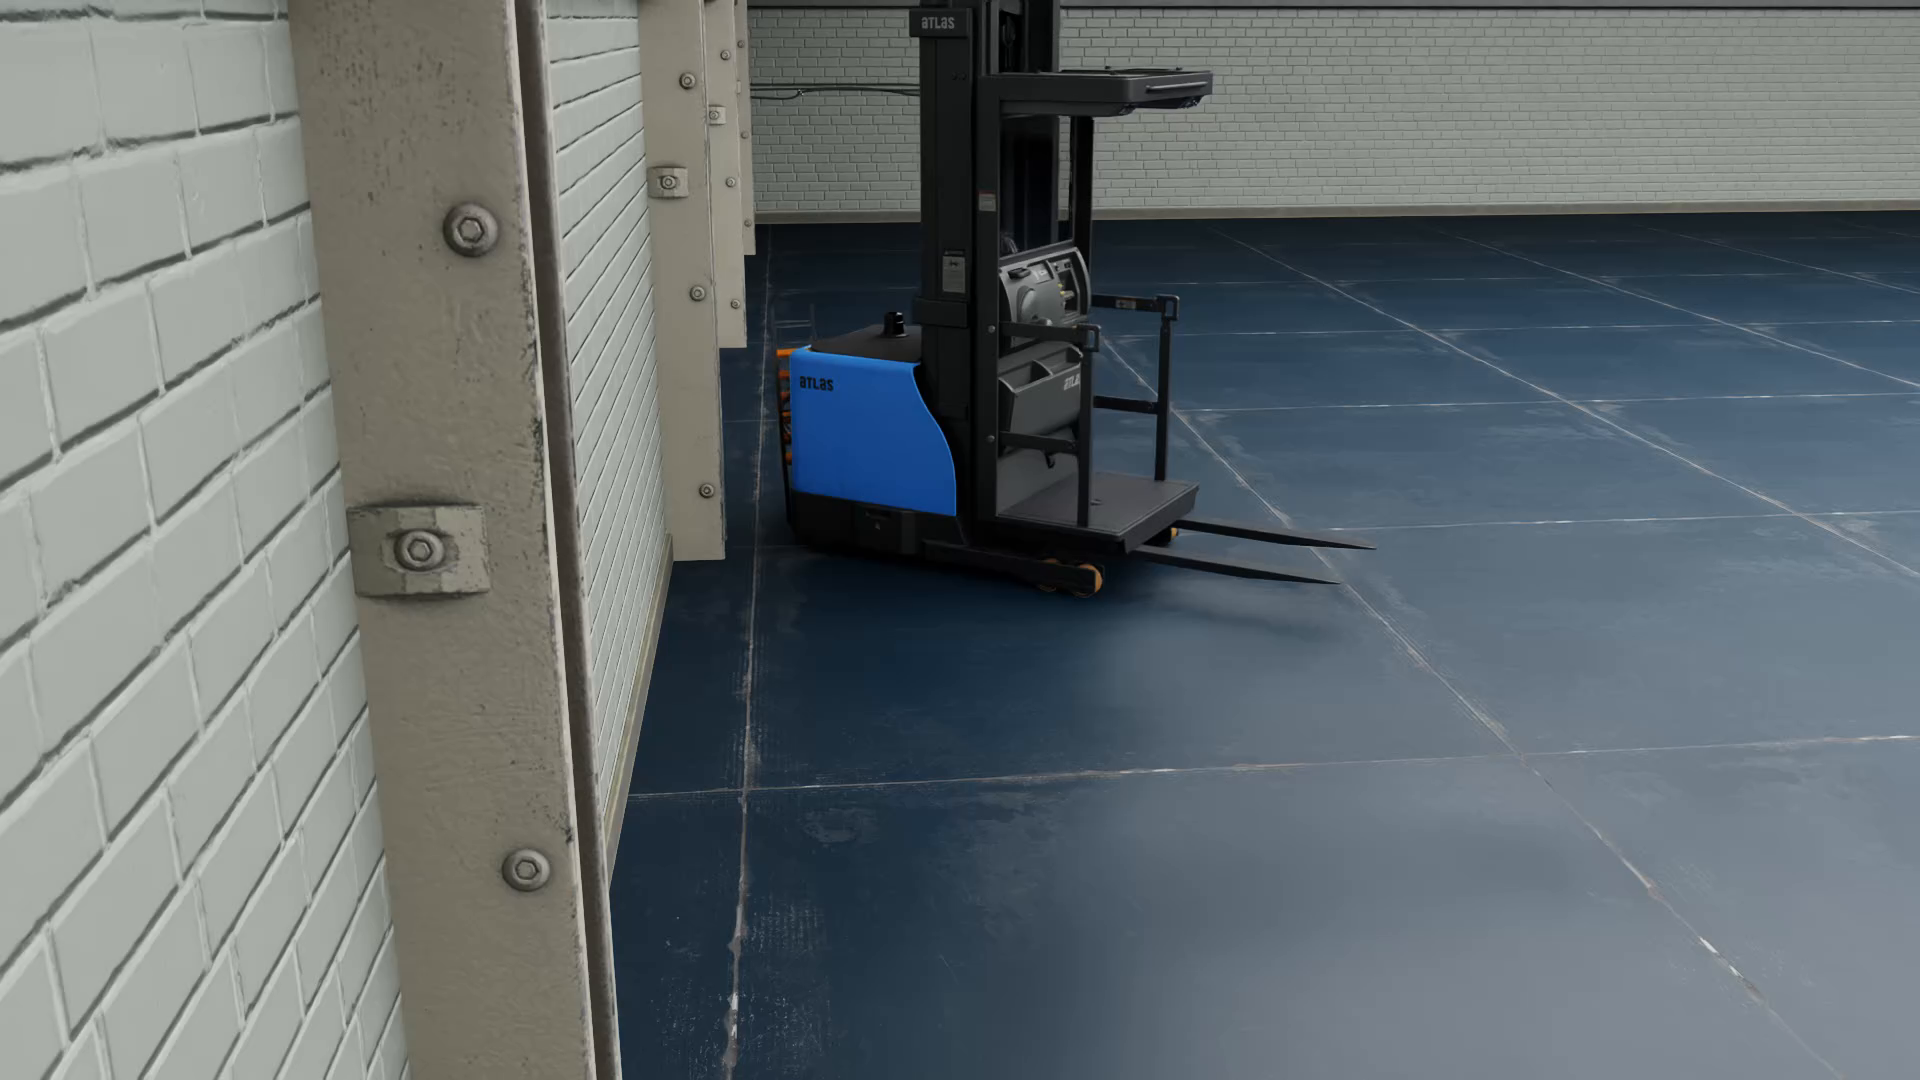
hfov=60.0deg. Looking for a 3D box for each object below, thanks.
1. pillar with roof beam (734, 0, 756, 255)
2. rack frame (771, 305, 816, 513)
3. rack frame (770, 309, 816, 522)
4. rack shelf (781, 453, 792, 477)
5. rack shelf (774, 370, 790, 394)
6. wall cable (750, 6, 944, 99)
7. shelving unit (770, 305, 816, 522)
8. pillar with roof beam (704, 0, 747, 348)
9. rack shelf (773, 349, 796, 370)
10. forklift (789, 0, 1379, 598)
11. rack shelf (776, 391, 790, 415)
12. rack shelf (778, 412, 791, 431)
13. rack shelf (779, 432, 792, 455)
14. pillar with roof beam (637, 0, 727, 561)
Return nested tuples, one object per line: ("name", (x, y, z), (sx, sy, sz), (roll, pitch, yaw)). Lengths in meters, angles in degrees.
("pillar with roof beam", (1.619, -7.953, 19.487), (9.100, 9.000, 0.400), (-2, 18, -6))
("rack frame", (-0.912, -0.738, 9.505), (0.240, 1.200, 0.006), (-4, 16, -4))
("rack frame", (-0.895, -0.688, 9.330), (0.240, 1.200, 0.006), (-4, 16, -4))
("rack shelf", (-0.889, -0.440, 9.497), (0.258, 0.103, 0.180), (-4, 16, -4))
("rack shelf", (-0.913, -0.901, 9.363), (0.258, 0.103, 0.180), (-4, 16, -4))
("wall cable", (-1.651, -7.258, 22.455), (3.097, 2.526, 0.112), (-2, 18, -6))
("shelving unit", (-0.903, -0.713, 9.417), (0.258, 1.200, 0.189), (-4, 16, -4))
("pillar with roof beam", (2.238, -6.166, 13.793), (9.100, 9.000, 0.400), (-2, 18, -6))
("rack shelf", (-0.919, -1.016, 9.329), (0.258, 0.103, 0.180), (-4, 16, -4))
("forklift", (0.618, -1.291, 8.395), (3.031, 2.935, 1.130), (9, 20, 28))
("rack shelf", (-0.907, -0.785, 9.396), (0.258, 0.103, 0.180), (-4, 16, -4))
("rack shelf", (-0.901, -0.670, 9.430), (0.258, 0.103, 0.180), (-4, 16, -4))
("rack shelf", (-0.895, -0.555, 9.463), (0.258, 0.103, 0.180), (-4, 16, -4))
("pillar with roof beam", (2.857, -4.378, 8.099), (9.100, 9.000, 0.400), (-2, 18, -6))
